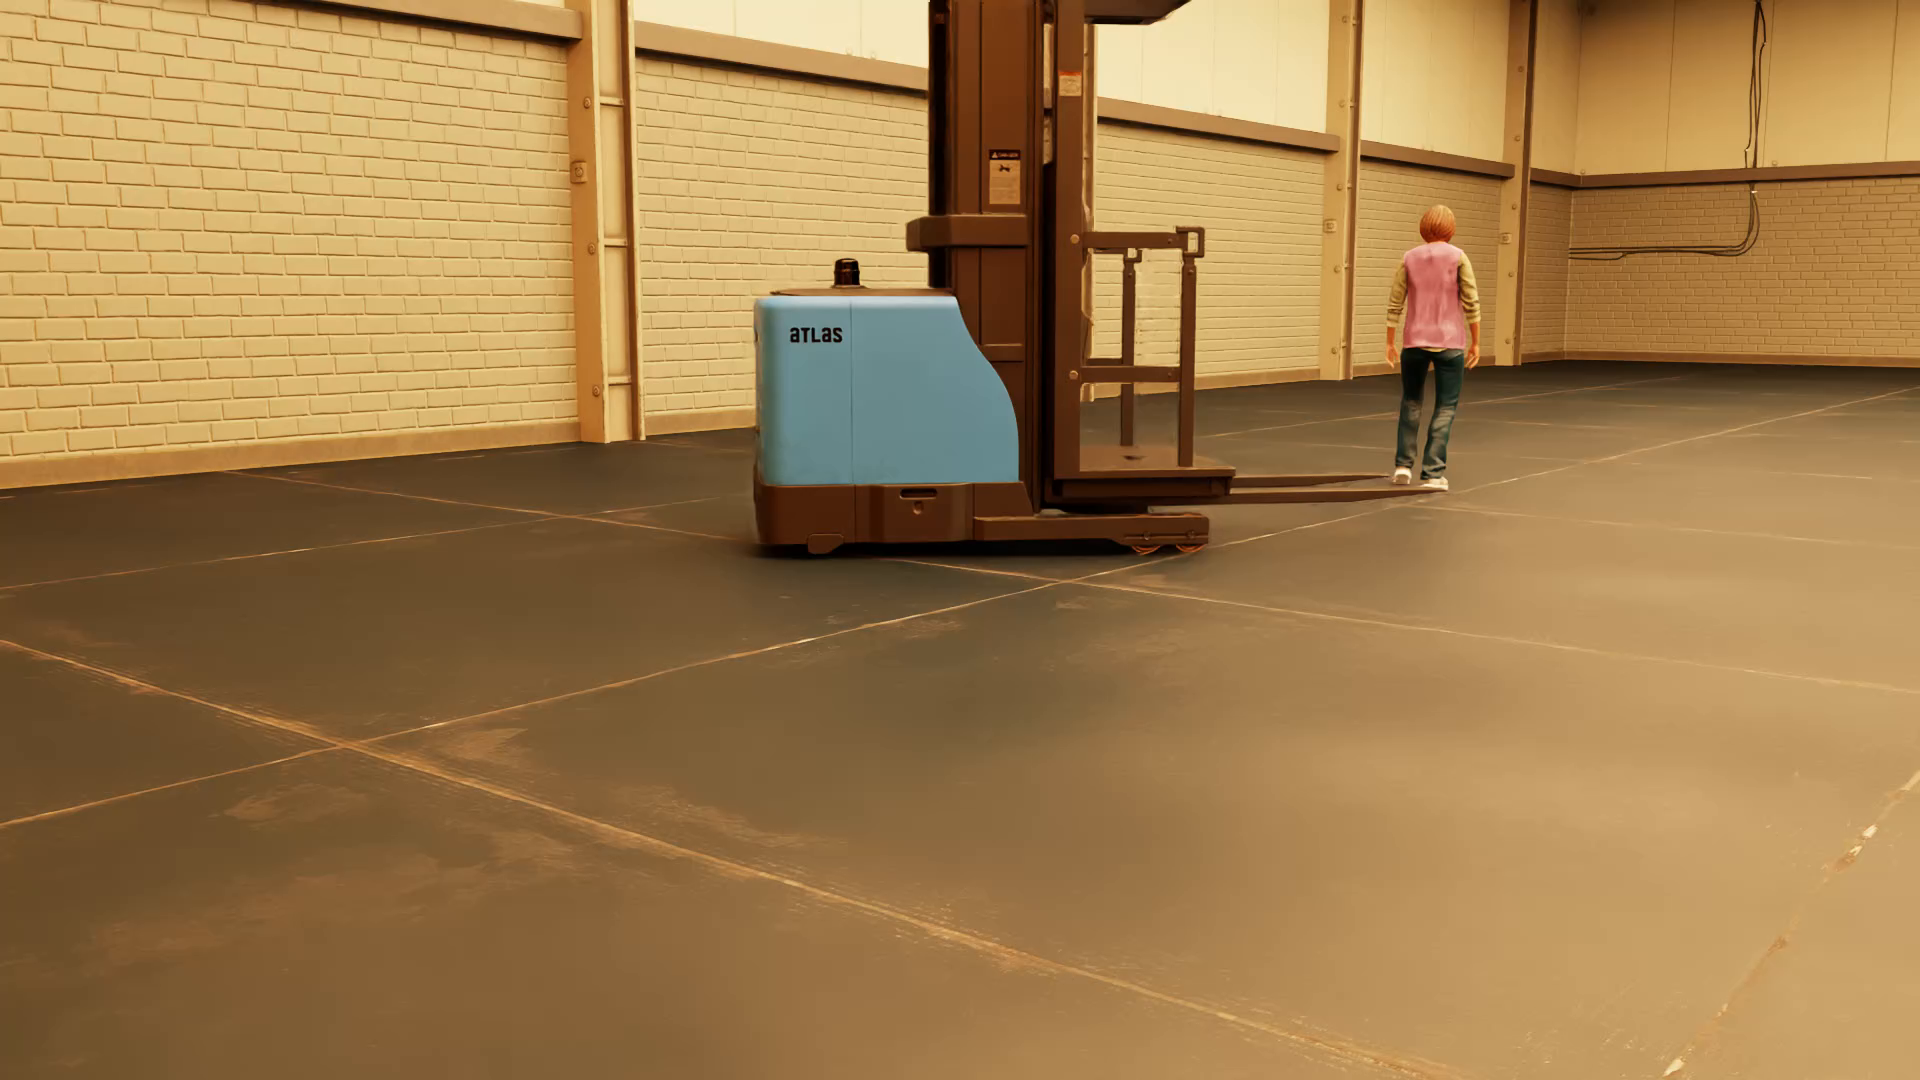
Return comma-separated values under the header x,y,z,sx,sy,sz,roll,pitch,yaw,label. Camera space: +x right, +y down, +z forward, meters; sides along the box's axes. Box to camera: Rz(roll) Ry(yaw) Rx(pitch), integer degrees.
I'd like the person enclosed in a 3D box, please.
x,y,z,sx,sy,sz,roll,pitch,yaw,label
2.651,-1.047,9.300,0.510,1.628,0.478,5,10,31,person

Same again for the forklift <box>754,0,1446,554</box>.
x,y,z,sx,sy,sz,roll,pitch,yaw,label
0.613,-1.467,7.305,3.031,2.935,1.130,-1,8,-9,forklift
